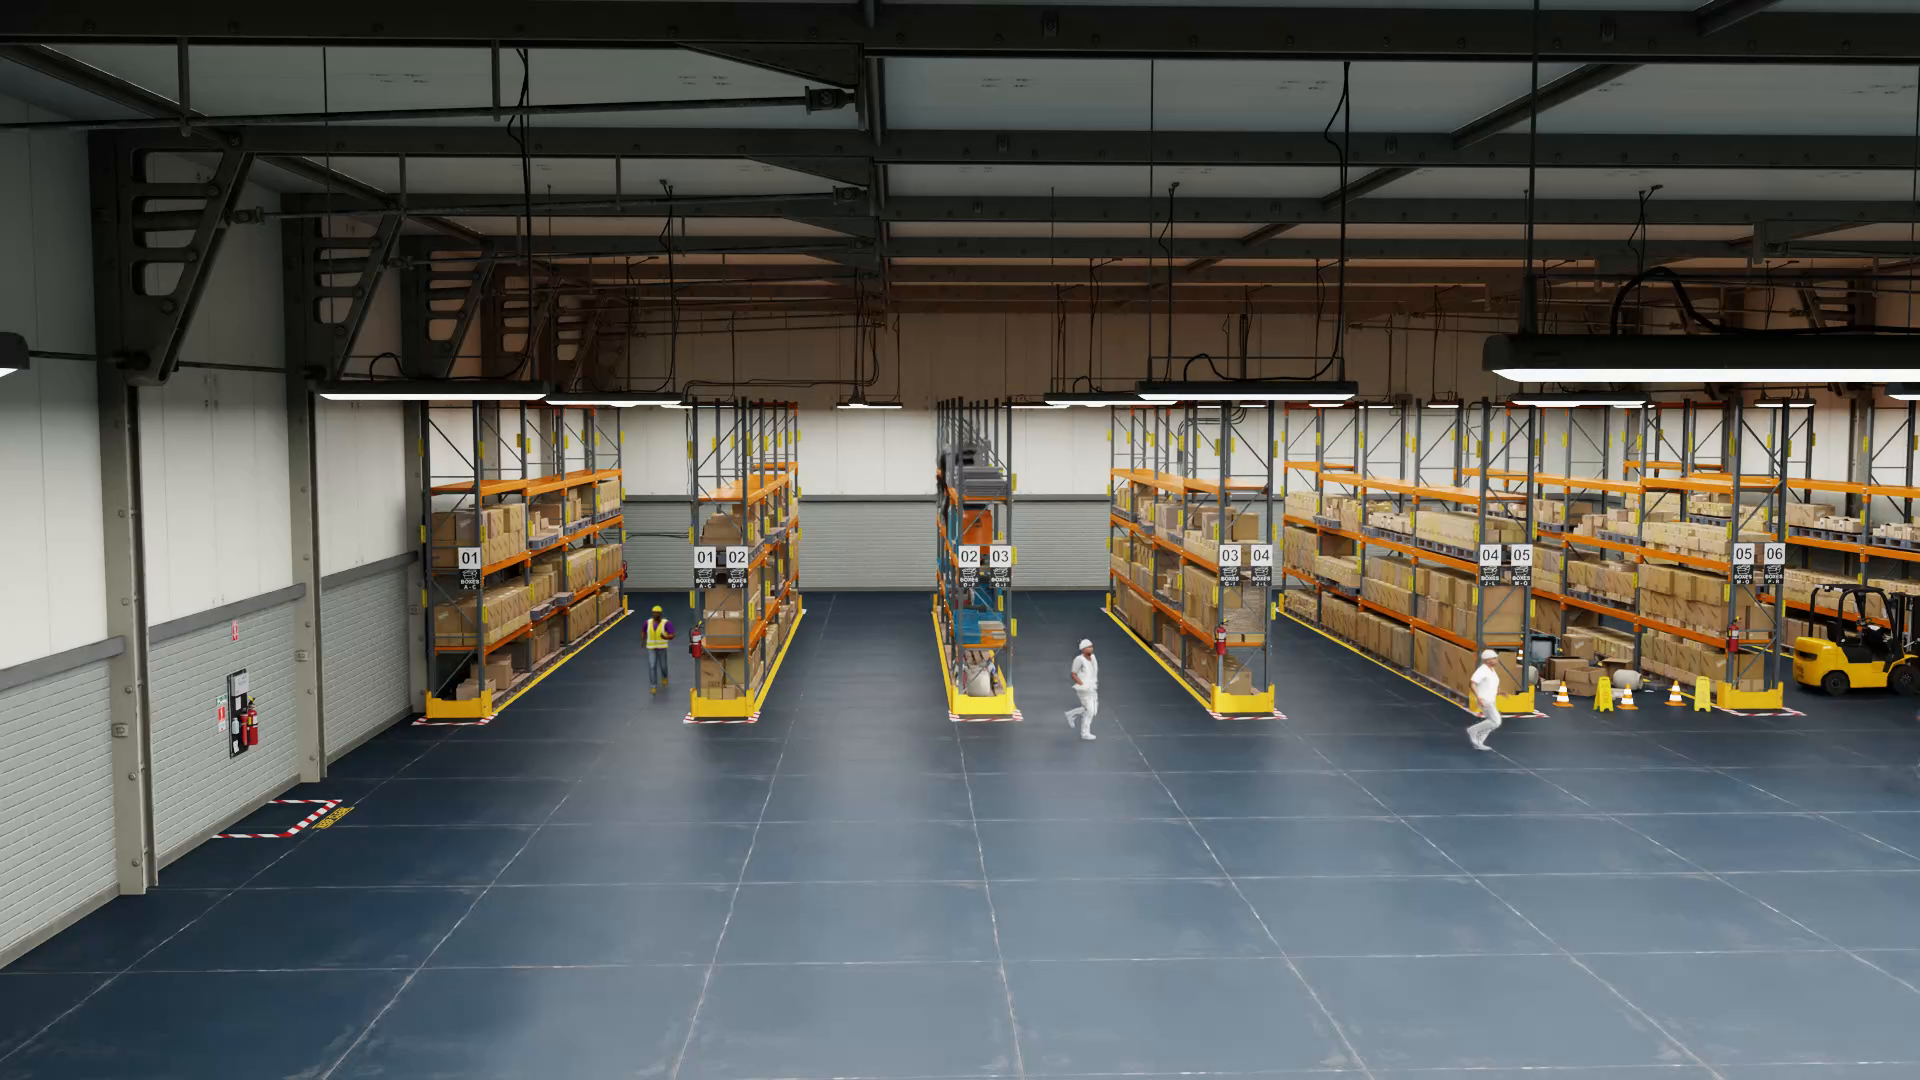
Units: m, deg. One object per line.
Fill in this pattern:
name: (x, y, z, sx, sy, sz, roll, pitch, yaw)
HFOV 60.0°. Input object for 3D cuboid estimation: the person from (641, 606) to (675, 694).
person: (-6.172, 2.213, 33.911, 0.710, 1.747, 0.968, 0, 4, -3)

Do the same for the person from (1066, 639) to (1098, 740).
person: (2.158, 2.606, 29.129, 0.613, 1.757, 0.691, 3, 5, 35)

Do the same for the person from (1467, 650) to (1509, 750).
person: (8.907, 2.702, 28.039, 0.620, 1.713, 0.696, 3, 5, 34)

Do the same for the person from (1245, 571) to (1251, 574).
person: (8.097, 1.332, 45.829, 0.587, 1.707, 0.852, 0, 4, 3)
